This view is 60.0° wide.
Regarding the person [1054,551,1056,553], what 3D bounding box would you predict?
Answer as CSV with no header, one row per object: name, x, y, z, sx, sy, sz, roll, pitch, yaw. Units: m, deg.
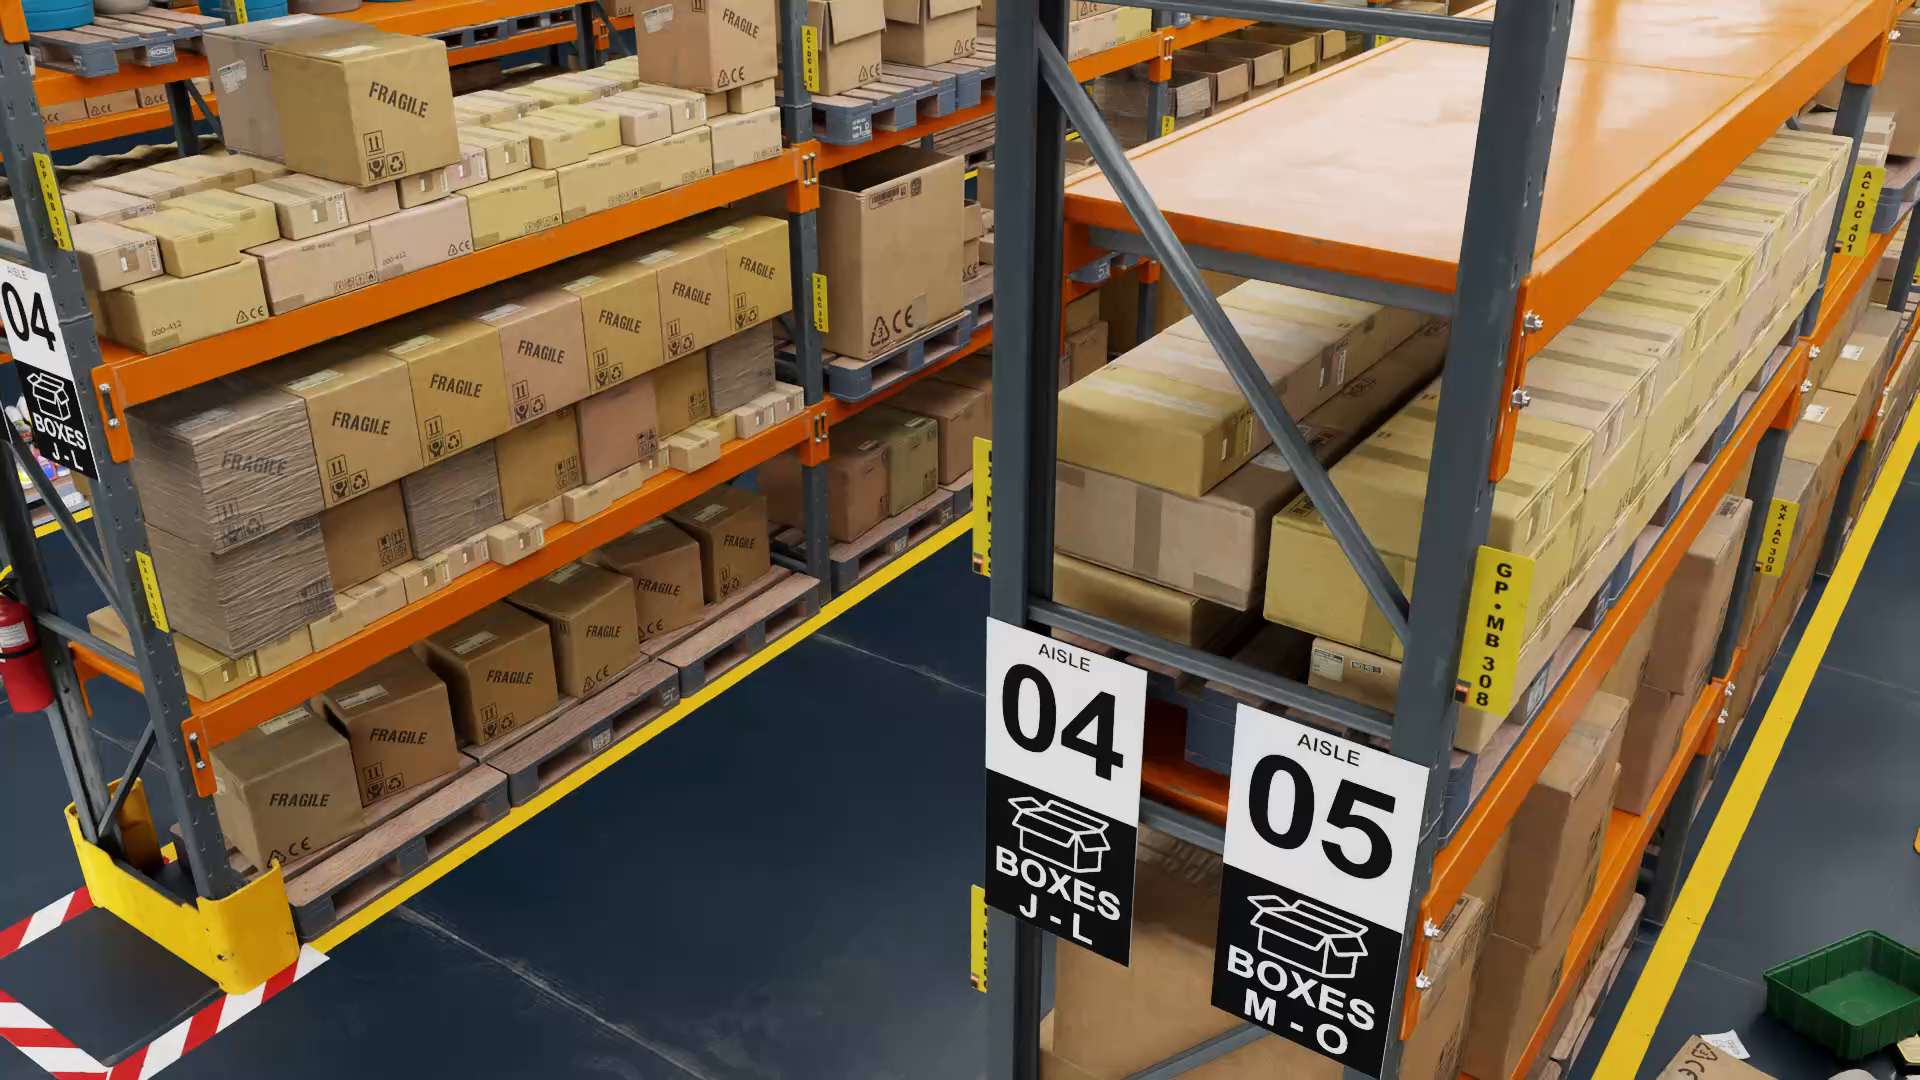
person,0.487,0.121,8.941,0.344,1.576,0.480,16,32,29
